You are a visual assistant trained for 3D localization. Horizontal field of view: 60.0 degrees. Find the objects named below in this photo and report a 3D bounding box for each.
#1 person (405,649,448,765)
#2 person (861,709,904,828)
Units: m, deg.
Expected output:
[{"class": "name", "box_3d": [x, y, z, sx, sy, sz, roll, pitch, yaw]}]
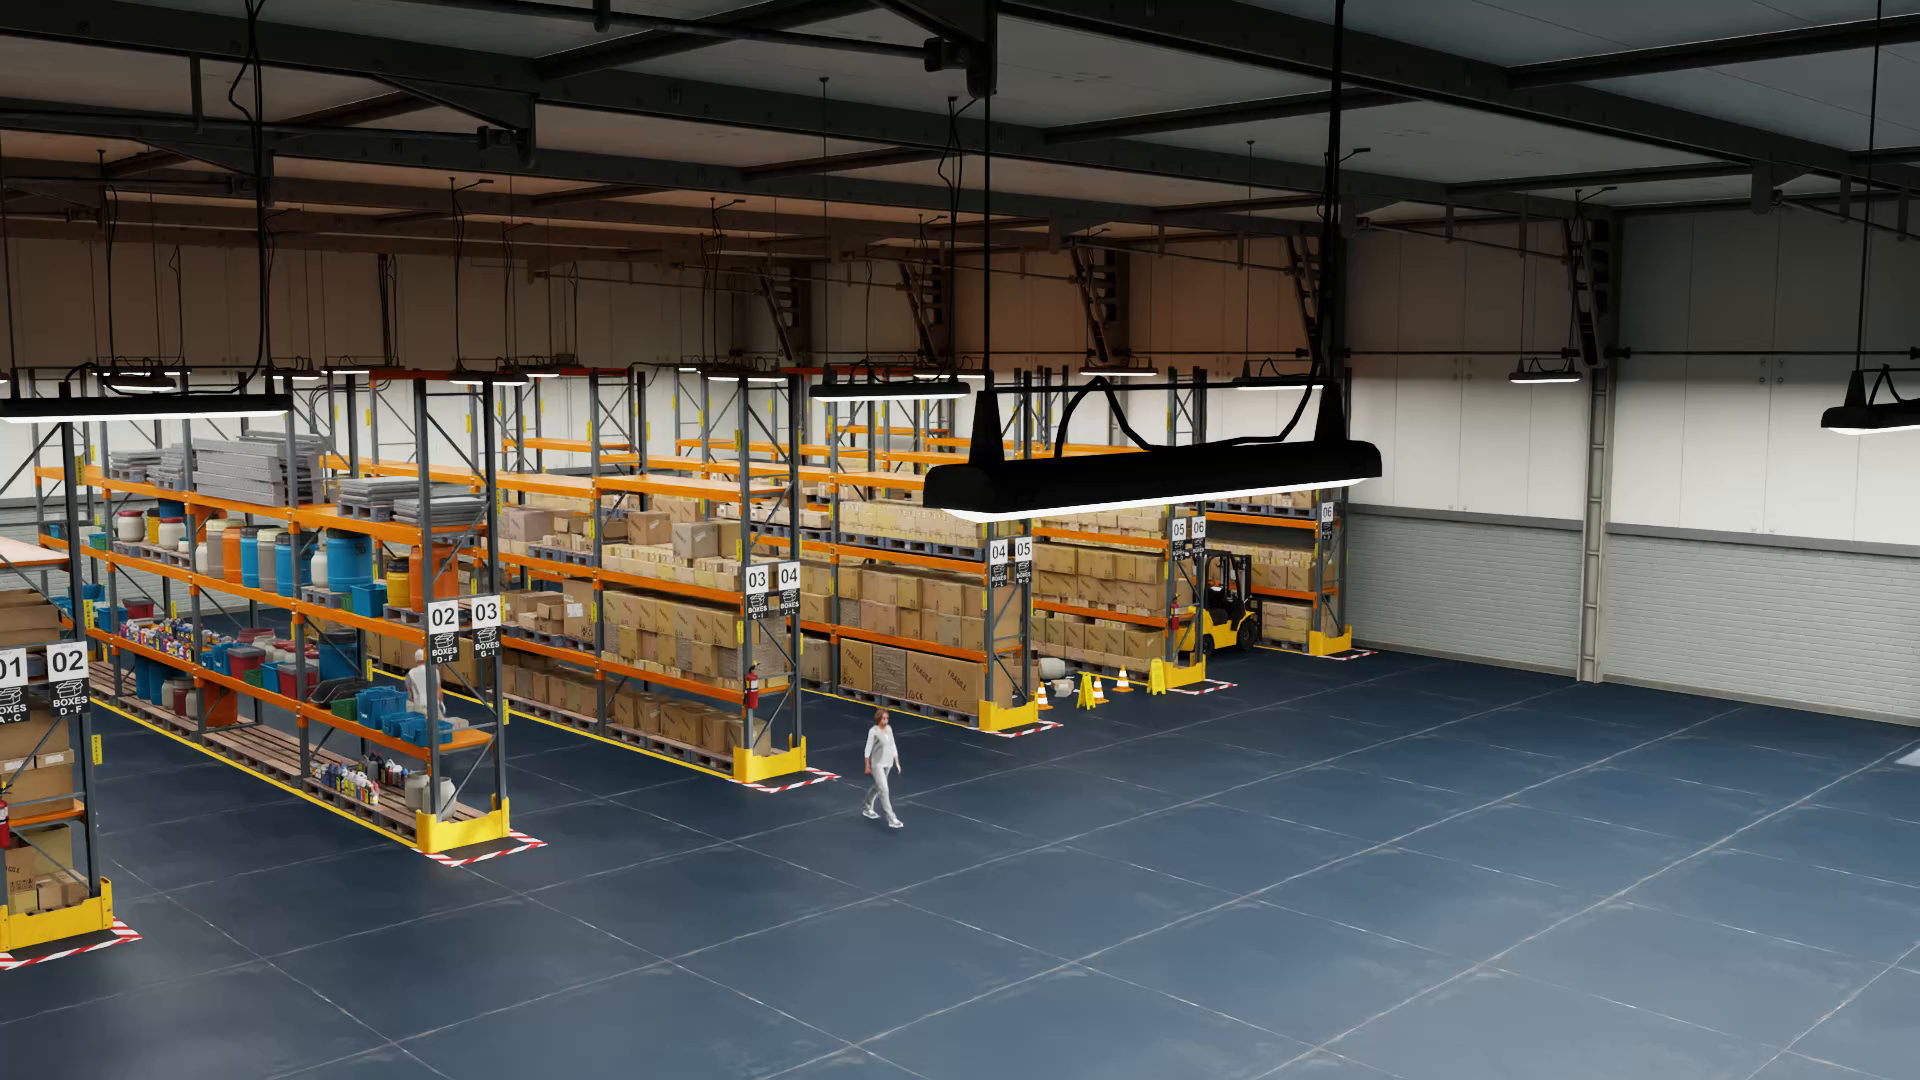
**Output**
[{"class": "person", "box_3d": [-8.203, 2.562, 25.537, 0.571, 1.777, 0.525, -3, 7, -28]}, {"class": "person", "box_3d": [-1.010, 3.030, 22.272, 0.945, 1.548, 0.437, 5, 8, 38]}]
